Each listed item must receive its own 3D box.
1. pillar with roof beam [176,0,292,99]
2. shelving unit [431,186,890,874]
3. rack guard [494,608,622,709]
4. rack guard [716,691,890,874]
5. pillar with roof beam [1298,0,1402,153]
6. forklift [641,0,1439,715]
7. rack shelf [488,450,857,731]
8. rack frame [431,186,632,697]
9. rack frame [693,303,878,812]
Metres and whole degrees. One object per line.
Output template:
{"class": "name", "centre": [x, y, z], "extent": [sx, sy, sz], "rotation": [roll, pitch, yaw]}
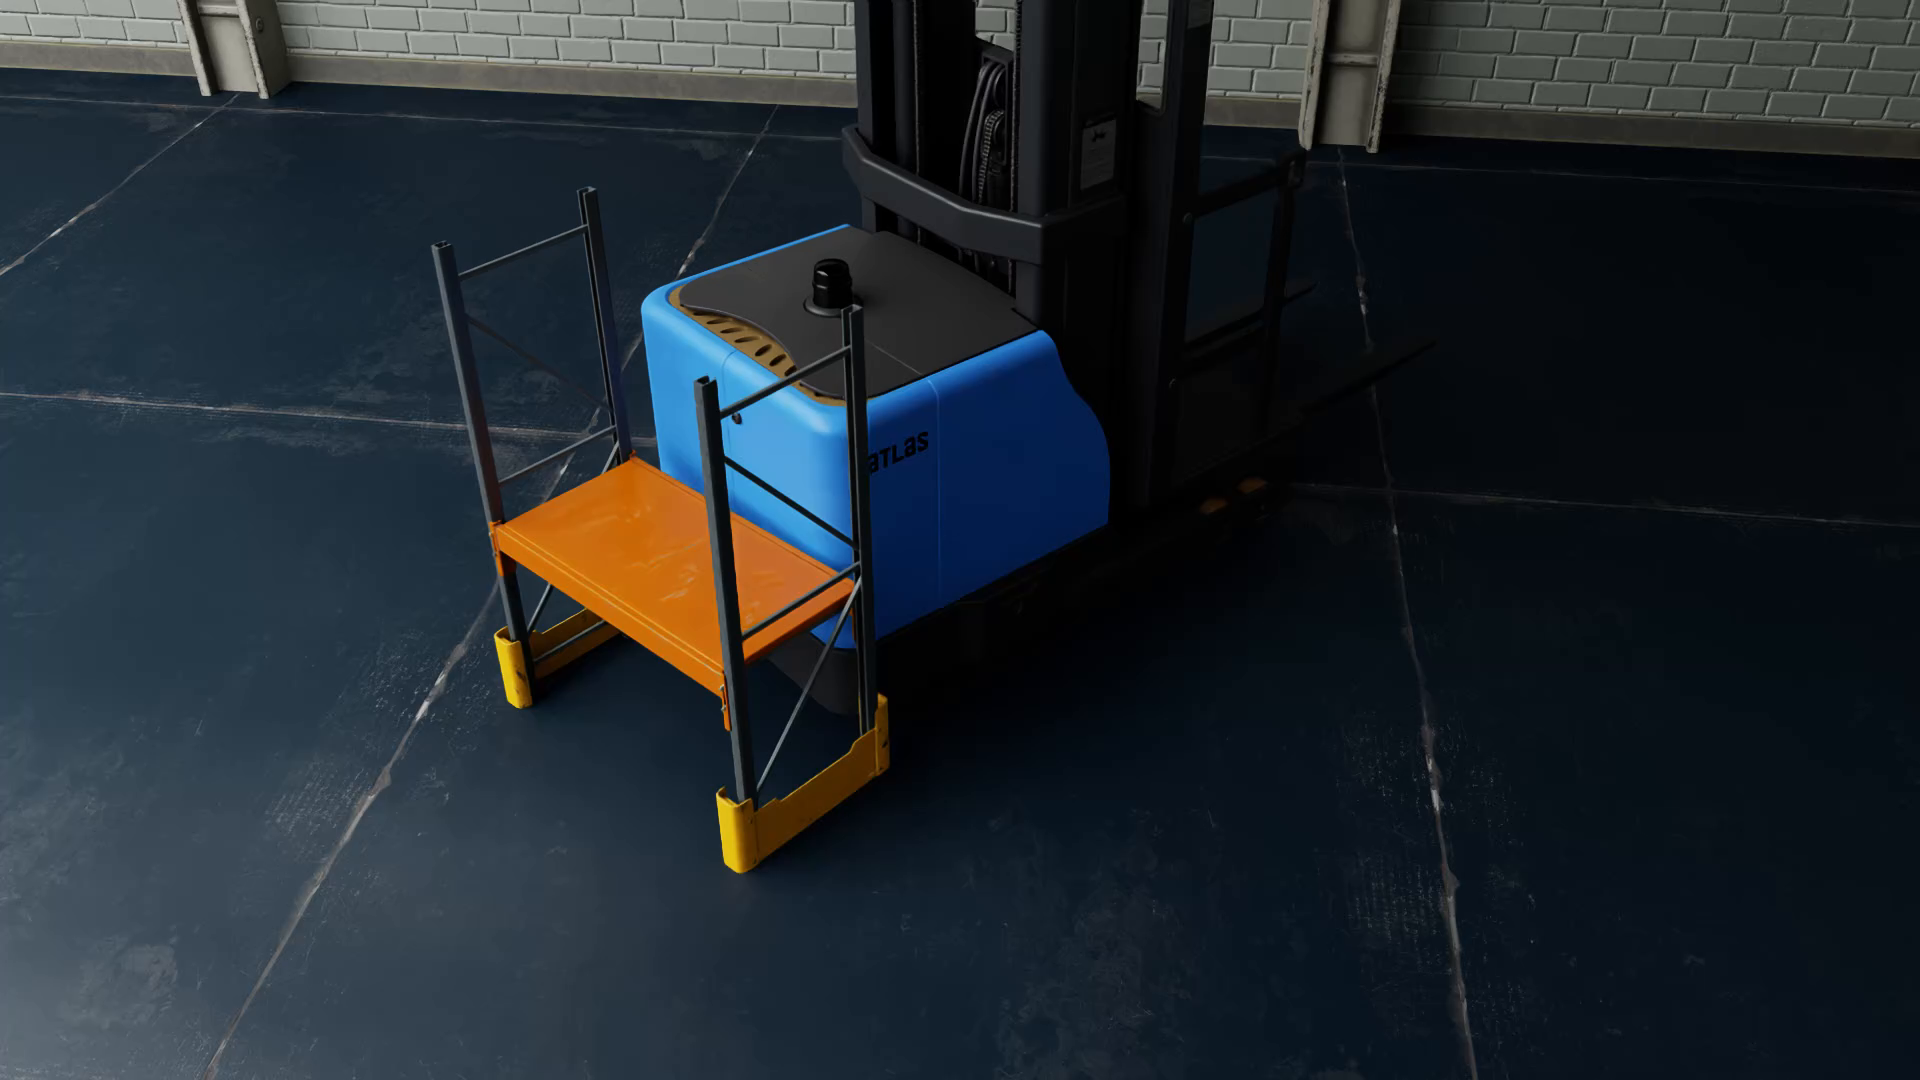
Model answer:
{"class": "pillar with roof beam", "centre": [-4.528, -3.716, 3.210], "extent": [0.400, 9.000, 9.100], "rotation": [4, 36, 6]}
{"class": "shelving unit", "centre": [-0.792, -0.041, 4.517], "extent": [1.083, 1.500, 0.587], "rotation": [28, 44, 33]}
{"class": "rack guard", "centre": [-1.160, 0.273, 5.153], "extent": [0.087, 0.250, 0.587], "rotation": [28, 44, 33]}
{"class": "rack guard", "centre": [-0.423, 0.662, 4.608], "extent": [0.087, 0.250, 0.587], "rotation": [28, 44, 33]}
{"class": "pillar with roof beam", "centre": [1.423, -3.272, 2.588], "extent": [0.400, 9.000, 9.100], "rotation": [4, 36, 6]}
{"class": "forklift", "centre": [0.491, -1.389, 5.173], "extent": [3.031, 2.935, 1.130], "rotation": [-26, 43, -31]}
{"class": "rack shelf", "centre": [-0.785, 0.109, 4.616], "extent": [1.000, 0.185, 0.538], "rotation": [28, 44, 33]}
{"class": "rack frame", "centre": [-1.161, -0.236, 4.790], "extent": [0.032, 1.500, 0.500], "rotation": [28, 44, 33]}
{"class": "rack frame", "centre": [-0.409, 0.161, 4.234], "extent": [0.032, 1.500, 0.500], "rotation": [28, 44, 33]}
